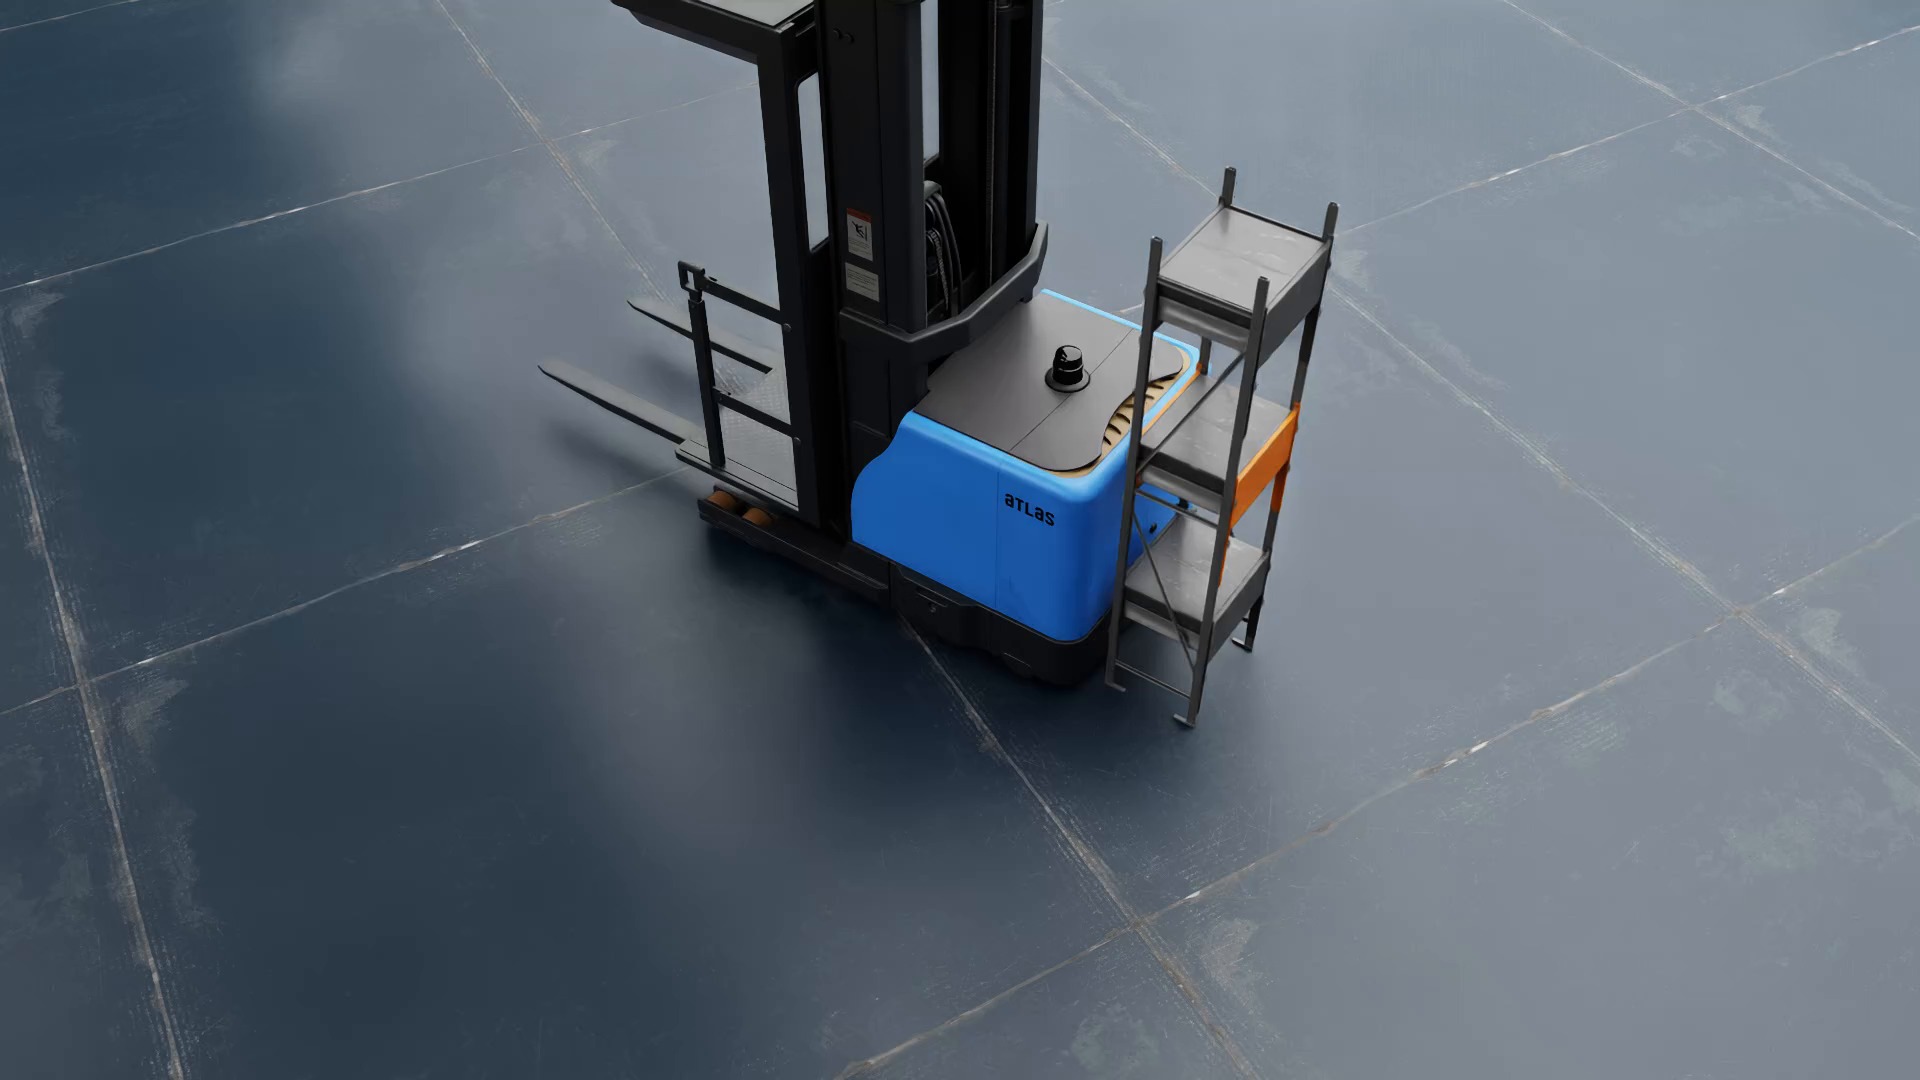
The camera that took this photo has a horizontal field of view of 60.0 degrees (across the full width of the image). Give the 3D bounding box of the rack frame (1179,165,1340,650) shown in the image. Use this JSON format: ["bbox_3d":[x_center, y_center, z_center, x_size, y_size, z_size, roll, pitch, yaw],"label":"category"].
[{"bbox_3d":[1.024,-0.387,6.067,0.400,2.100,0.015,26,50,23],"label":"rack frame"}]

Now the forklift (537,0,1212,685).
[{"bbox_3d":[-0.521,-1.300,6.414,3.031,2.935,1.130,25,50,24],"label":"forklift"}]

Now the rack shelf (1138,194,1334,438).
[{"bbox_3d":[0.892,-0.736,5.441,0.431,0.518,0.480,26,50,23],"label":"rack shelf"}]

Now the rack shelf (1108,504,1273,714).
[{"bbox_3d":[0.881,0.263,6.422,0.431,0.518,0.480,26,50,23],"label":"rack shelf"}]

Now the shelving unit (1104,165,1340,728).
[{"bbox_3d":[0.887,-0.246,5.922,0.431,2.100,0.503,26,50,23],"label":"shelving unit"}]

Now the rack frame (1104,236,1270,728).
[{"bbox_3d":[0.749,-0.106,5.777,0.400,2.100,0.015,26,50,23],"label":"rack frame"}]

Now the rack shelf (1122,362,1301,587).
[{"bbox_3d":[0.886,-0.237,5.932,0.431,0.518,0.480,26,50,23],"label":"rack shelf"}]
